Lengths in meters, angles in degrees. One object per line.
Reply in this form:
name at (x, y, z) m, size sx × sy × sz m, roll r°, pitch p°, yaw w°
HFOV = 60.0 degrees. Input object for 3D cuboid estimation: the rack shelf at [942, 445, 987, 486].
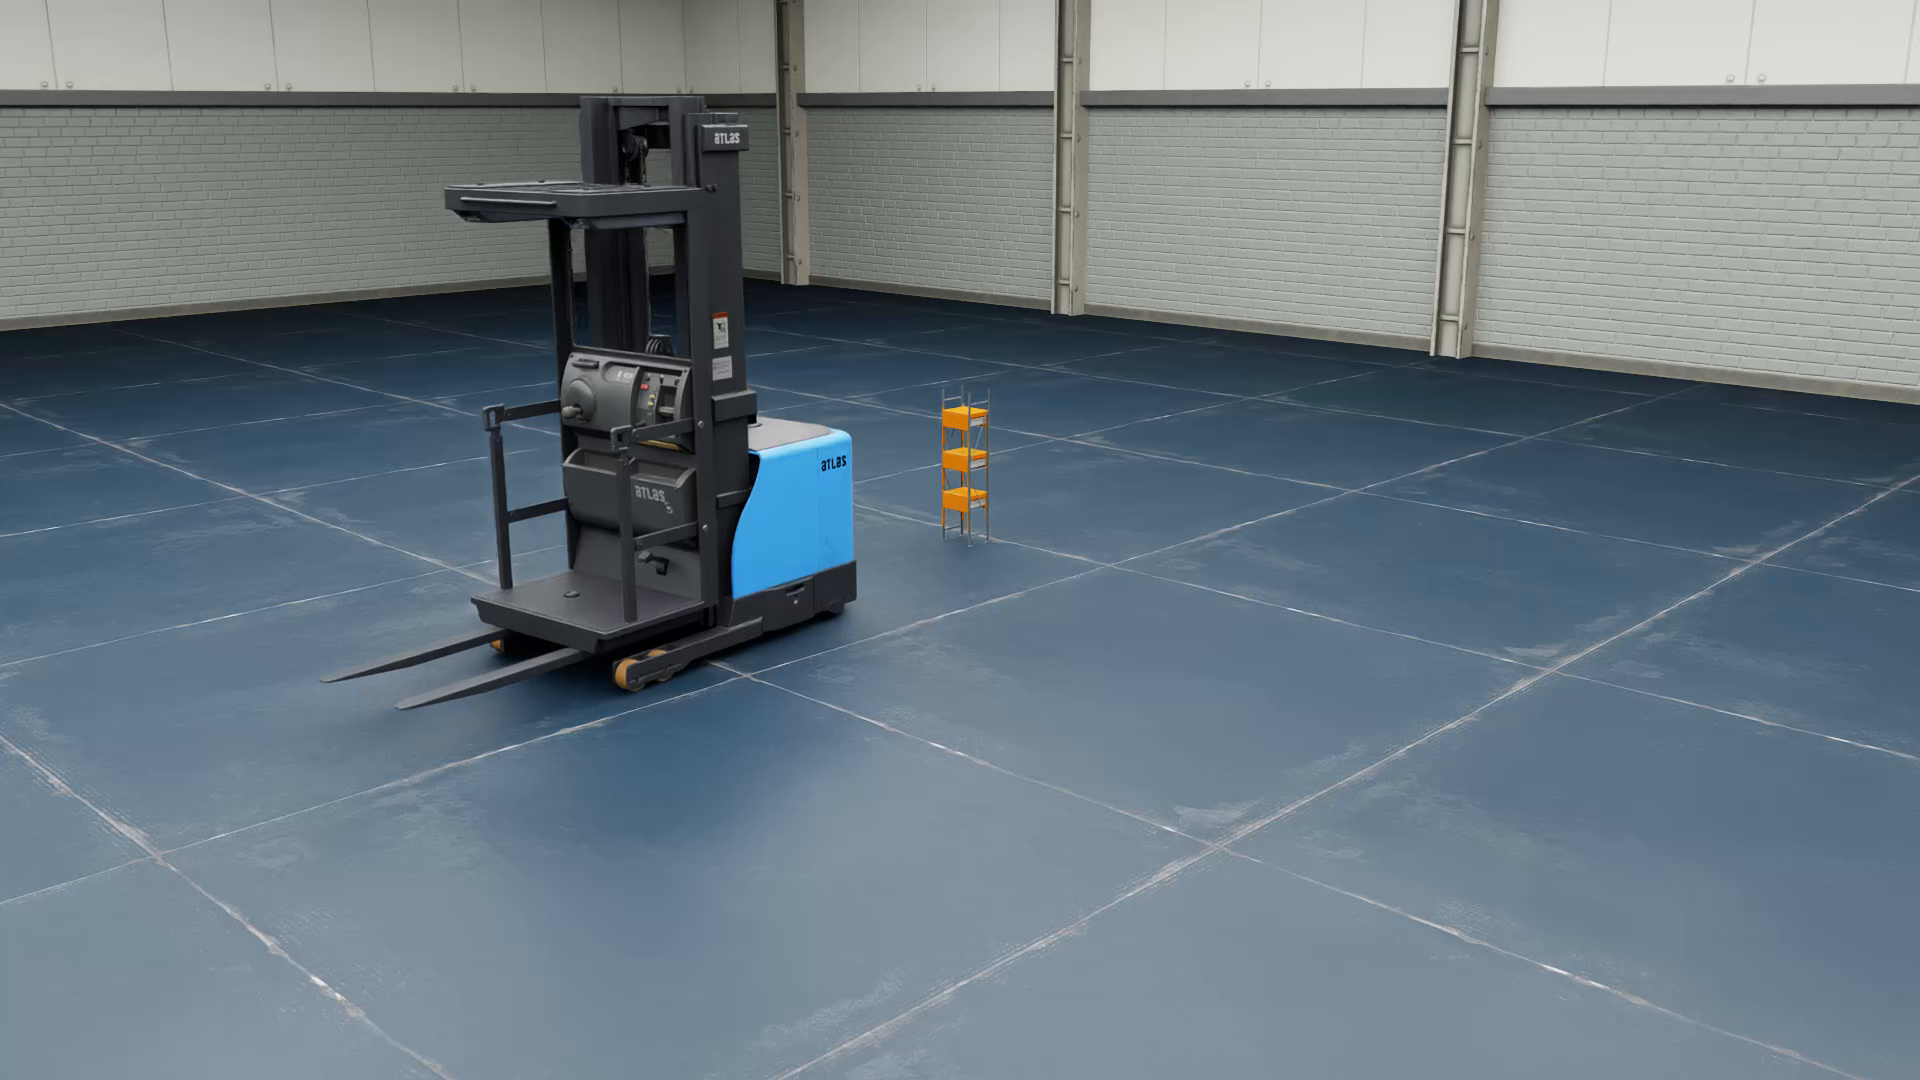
rack shelf at (0.039, -0.488, 11.266) m, size 0.240 × 0.259 × 0.215 m, roll 14°, pitch 20°, yaw 42°

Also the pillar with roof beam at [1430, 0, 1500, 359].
pillar with roof beam at (2.887, -5.780, 15.769) m, size 0.400 × 9.000 × 9.100 m, roll 14°, pitch 20°, yaw 42°

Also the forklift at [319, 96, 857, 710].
forklift at (-1.900, -0.786, 8.635) m, size 1.130 × 2.935 × 3.031 m, roll 11°, pitch 18°, yaw 36°

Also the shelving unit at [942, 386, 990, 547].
shelving unit at (0.039, -0.499, 11.264) m, size 0.252 × 1.050 × 0.215 m, roll 14°, pitch 20°, yaw 42°

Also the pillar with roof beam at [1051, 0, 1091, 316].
pillar with roof beam at (-1.432, -6.830, 19.799) m, size 0.400 × 9.000 × 9.100 m, roll 14°, pitch 20°, yaw 42°

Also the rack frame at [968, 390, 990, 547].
rack frame at (0.126, -0.477, 11.182) m, size 0.008 × 1.050 × 0.200 m, roll 14°, pitch 20°, yaw 42°

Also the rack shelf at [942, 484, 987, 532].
rack shelf at (0.039, -0.219, 11.337) m, size 0.240 × 0.259 × 0.215 m, roll 14°, pitch 20°, yaw 42°

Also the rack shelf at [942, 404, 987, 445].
rack shelf at (0.039, -0.763, 11.195) m, size 0.240 × 0.259 × 0.215 m, roll 14°, pitch 20°, yaw 42°

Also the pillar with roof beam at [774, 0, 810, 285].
pillar with roof beam at (-5.752, -7.880, 23.829) m, size 0.400 × 9.000 × 9.100 m, roll 14°, pitch 20°, yaw 42°

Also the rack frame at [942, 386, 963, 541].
rack frame at (-0.049, -0.520, 11.346) m, size 0.008 × 1.050 × 0.200 m, roll 14°, pitch 20°, yaw 42°
